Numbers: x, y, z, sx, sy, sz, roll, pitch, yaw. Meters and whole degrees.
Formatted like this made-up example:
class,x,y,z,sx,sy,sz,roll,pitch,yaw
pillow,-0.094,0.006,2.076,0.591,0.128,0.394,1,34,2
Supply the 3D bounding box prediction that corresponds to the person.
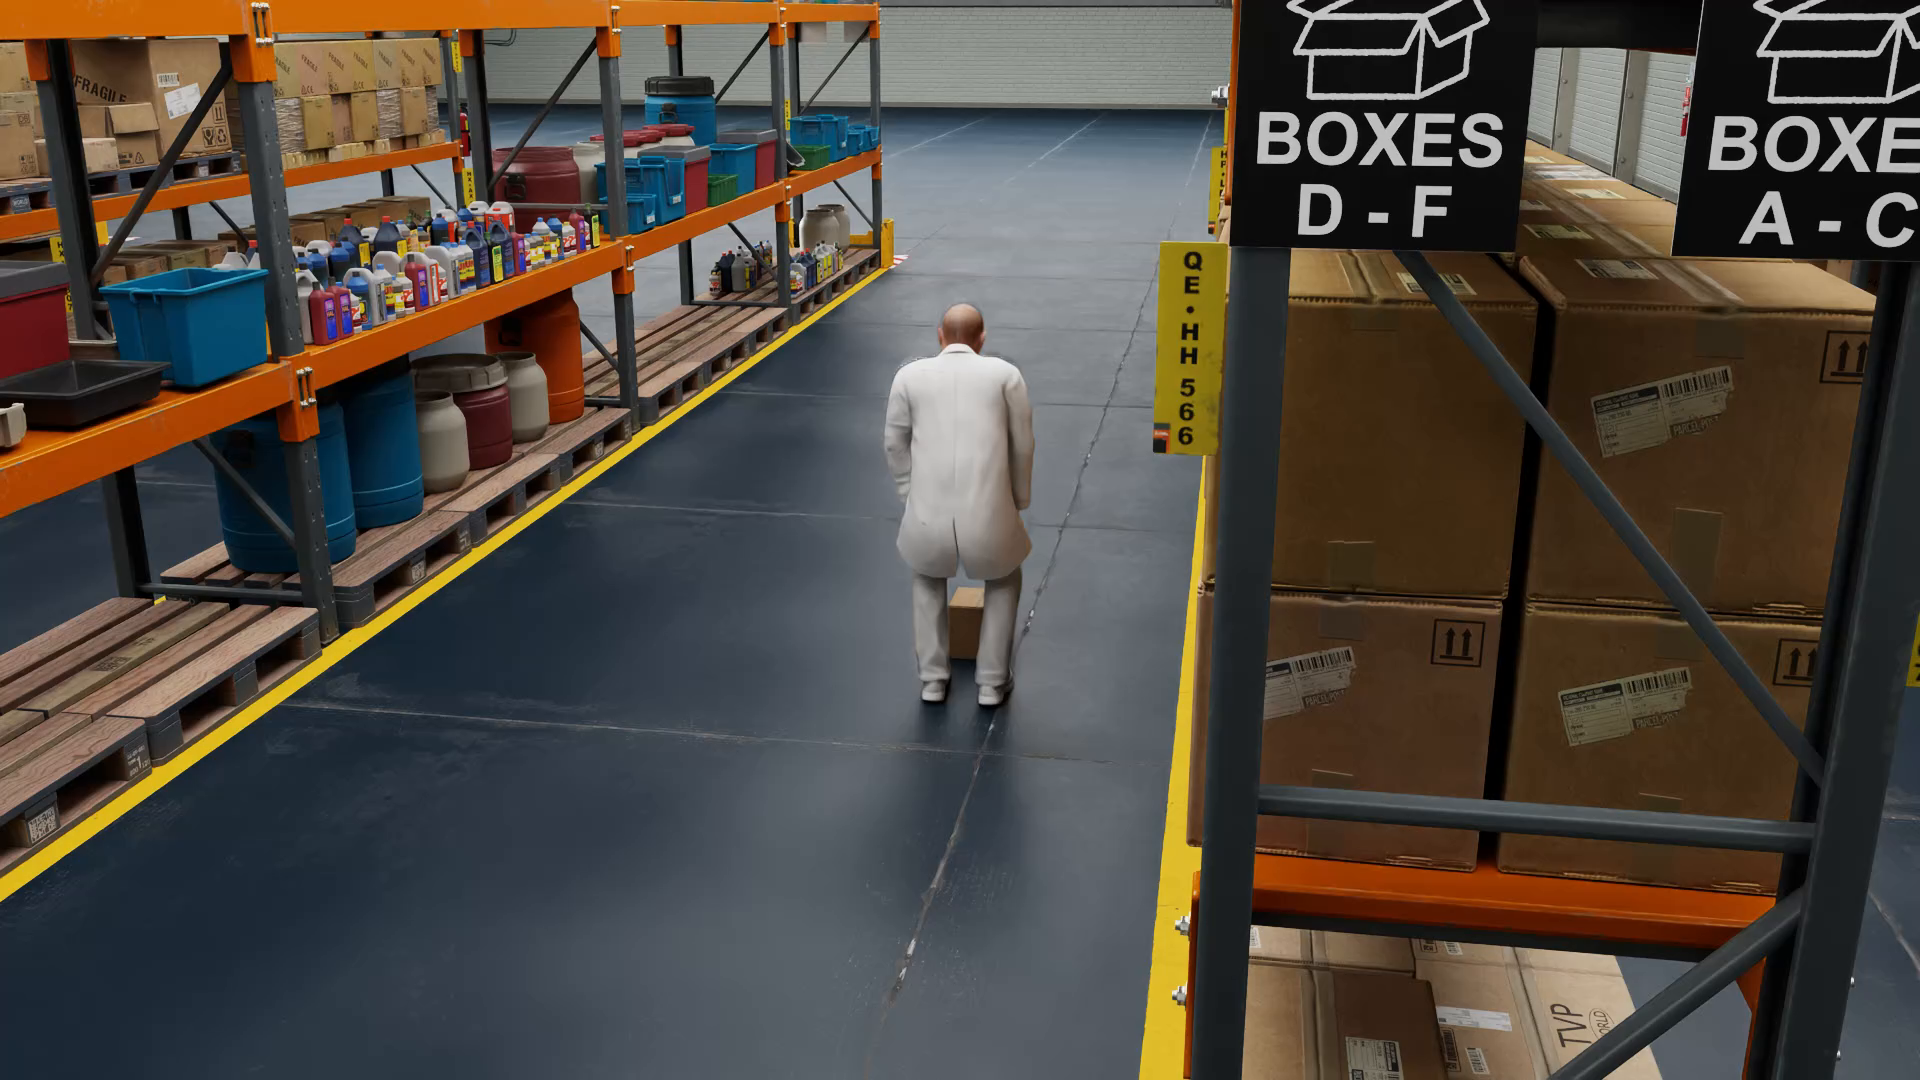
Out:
class,x,y,z,sx,sy,sz,roll,pitch,yaw
person,-0.011,-0.125,6.776,0.618,1.601,0.564,3,18,9
